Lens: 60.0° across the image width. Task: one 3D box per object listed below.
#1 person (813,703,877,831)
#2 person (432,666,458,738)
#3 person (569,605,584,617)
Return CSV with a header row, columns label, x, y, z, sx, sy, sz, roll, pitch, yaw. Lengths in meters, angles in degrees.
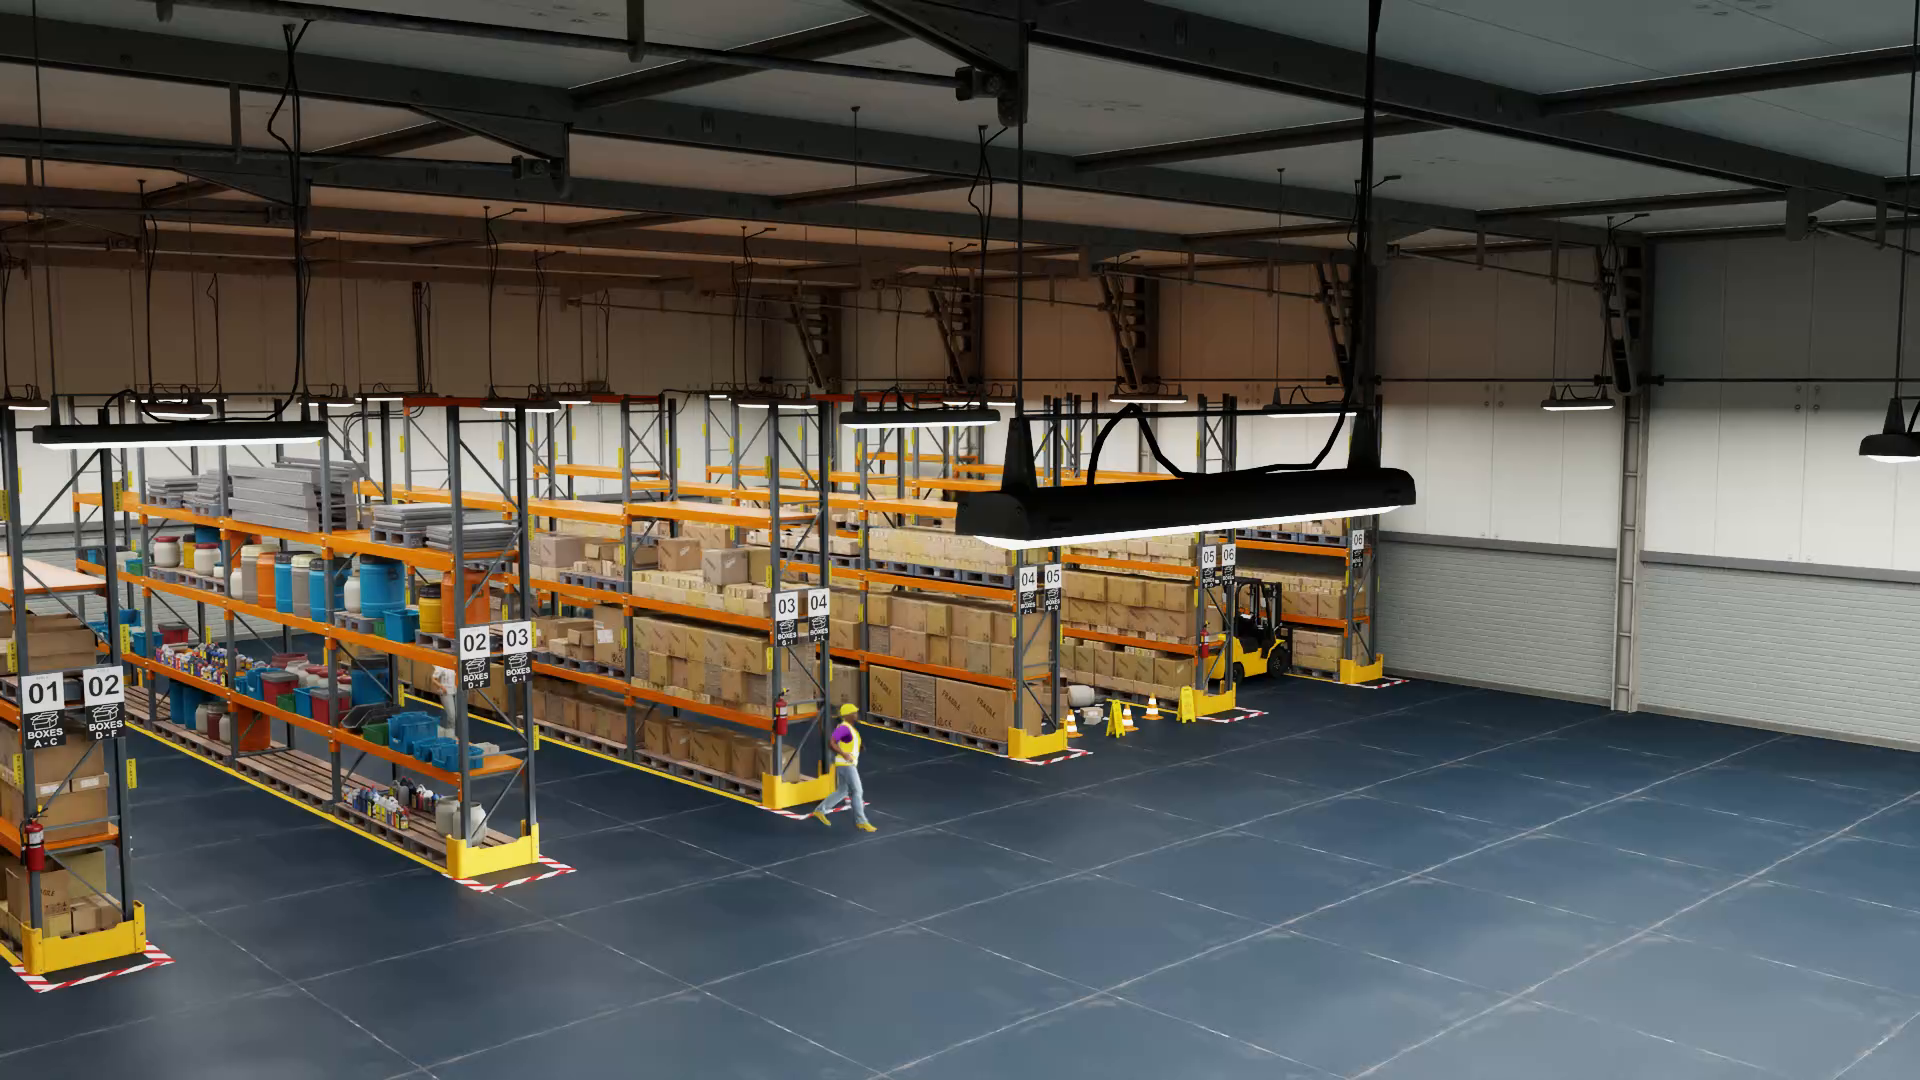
label,x,y,z,sx,sy,sz,roll,pitch,yaw
person,-1.625,3.195,23.539,0.919,1.771,0.725,0,6,-2
person,-8.990,2.694,29.314,0.608,1.617,0.599,-5,7,-41
person,-9.734,1.379,42.422,0.658,1.727,0.579,2,6,21
